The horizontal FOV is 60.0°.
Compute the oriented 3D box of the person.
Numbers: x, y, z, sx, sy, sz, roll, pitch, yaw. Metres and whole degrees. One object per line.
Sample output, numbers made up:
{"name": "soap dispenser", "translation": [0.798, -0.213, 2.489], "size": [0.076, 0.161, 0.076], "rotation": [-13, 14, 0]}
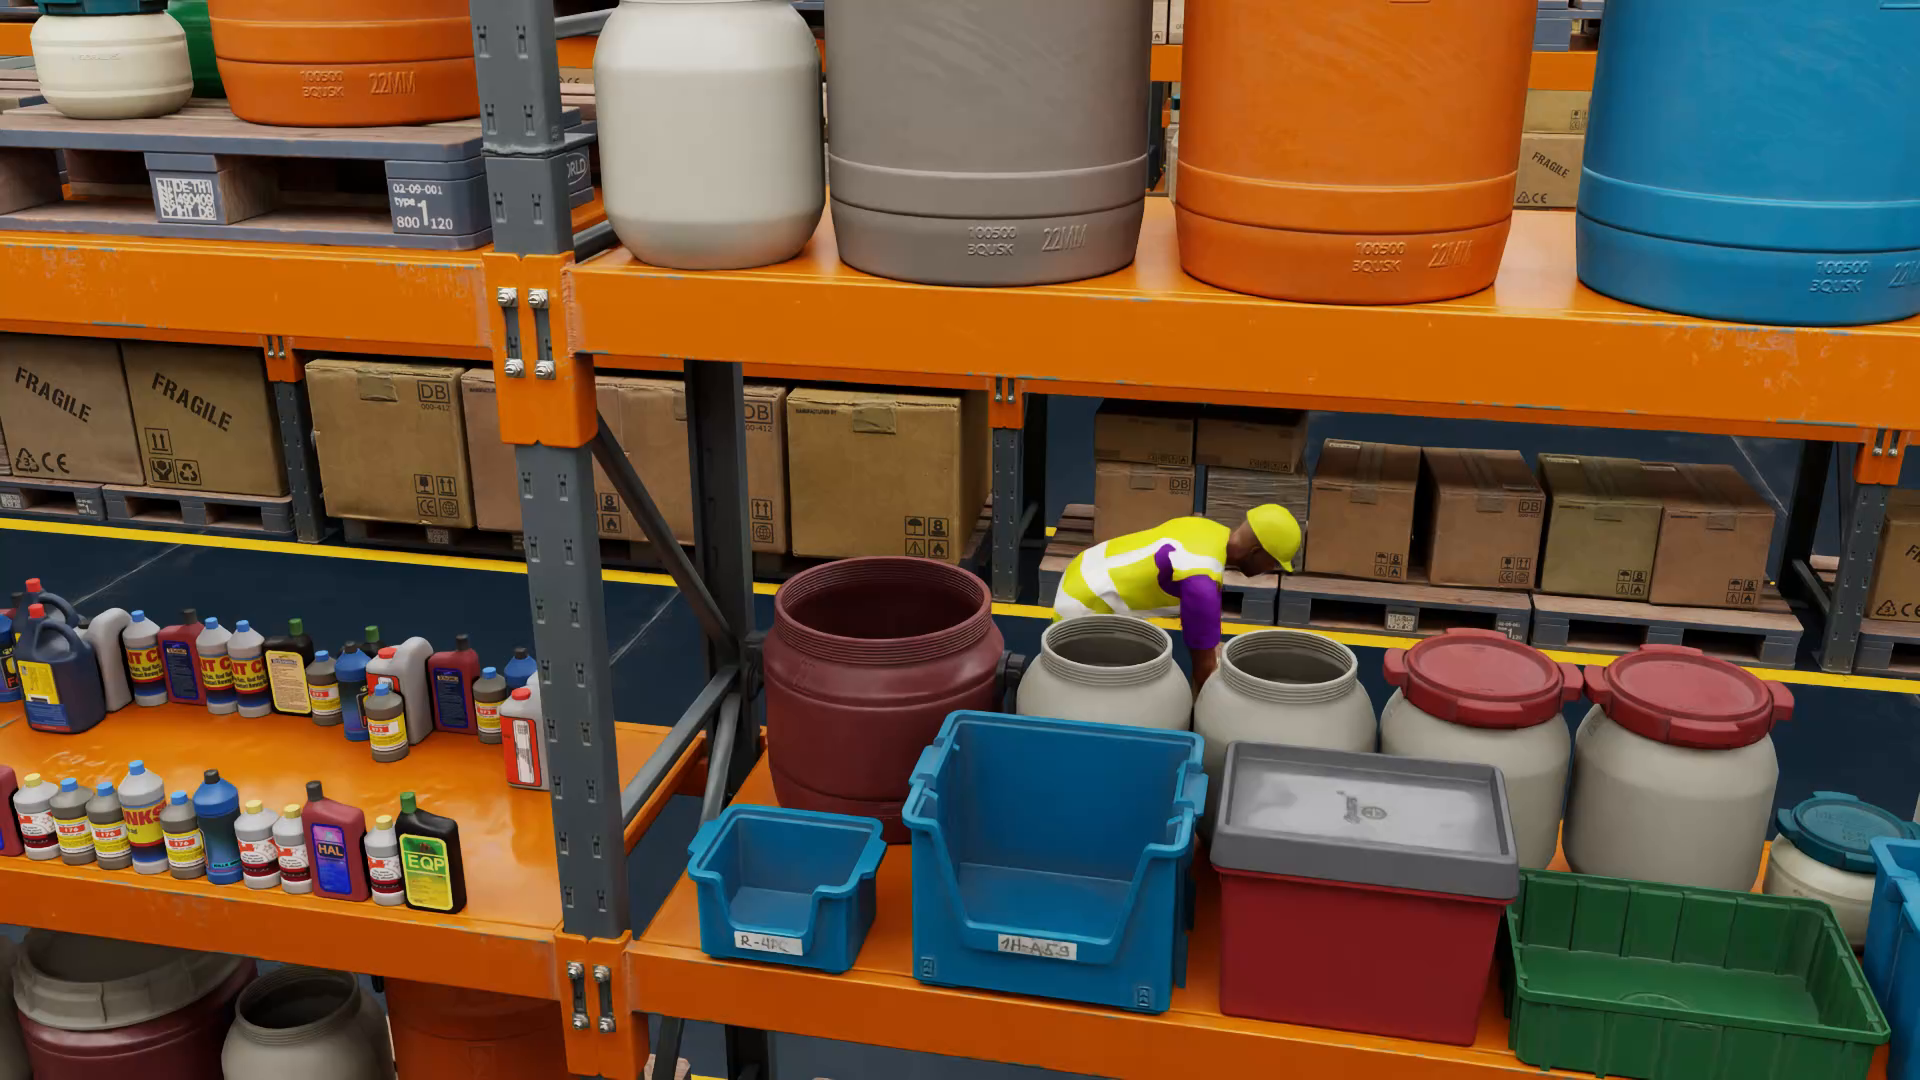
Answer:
{"name": "person", "translation": [0.825, 0.458, 6.503], "size": [0.923, 1.311, 0.493], "rotation": [4, 22, 9]}
